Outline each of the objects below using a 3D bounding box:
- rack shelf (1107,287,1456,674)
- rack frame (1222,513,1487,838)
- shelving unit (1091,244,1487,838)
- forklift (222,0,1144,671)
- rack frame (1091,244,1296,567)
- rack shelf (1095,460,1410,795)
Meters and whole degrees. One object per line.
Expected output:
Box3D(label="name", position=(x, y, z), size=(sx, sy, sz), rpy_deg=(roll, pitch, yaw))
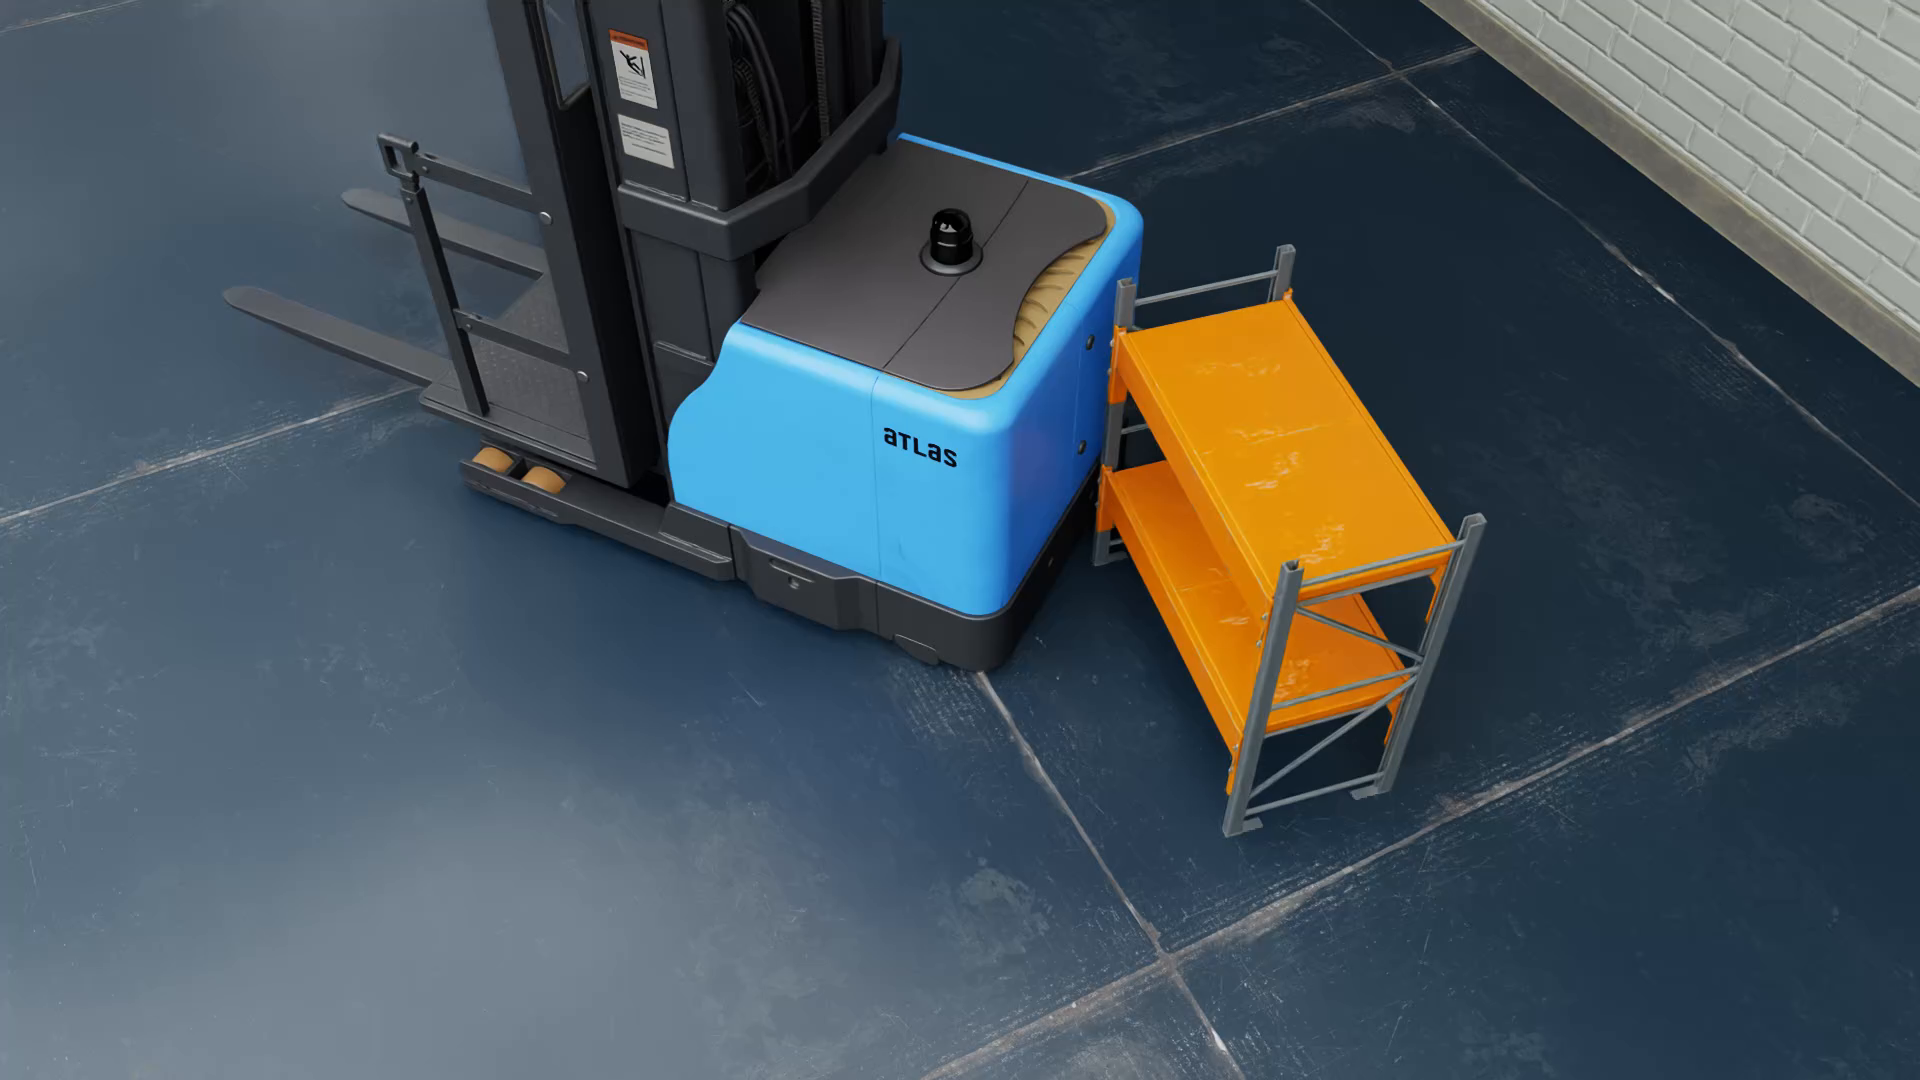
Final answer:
Box3D(label="rack shelf", position=(0.807, -0.182, 4.273), size=(0.538, 0.278, 1.000), rpy_deg=(-13, 50, -11))
Box3D(label="rack frame", position=(0.960, 0.375, 4.174), size=(0.500, 1.125, 0.032), rpy_deg=(-13, 50, -11))
Box3D(label="shelving unit", position=(0.807, 0.010, 4.494), size=(0.538, 1.125, 1.048), rpy_deg=(-13, 50, -11))
Box3D(label="forklift", position=(-1.023, -1.370, 4.501), size=(3.031, 2.935, 1.130), rpy_deg=(20, 52, 17))
Box3D(label="rack frame", position=(0.654, -0.354, 4.813), size=(0.500, 1.125, 0.032), rpy_deg=(-13, 50, -11))
Box3D(label="rack shelf", position=(0.807, 0.171, 4.678), size=(0.538, 0.278, 1.000), rpy_deg=(-13, 50, -11))
